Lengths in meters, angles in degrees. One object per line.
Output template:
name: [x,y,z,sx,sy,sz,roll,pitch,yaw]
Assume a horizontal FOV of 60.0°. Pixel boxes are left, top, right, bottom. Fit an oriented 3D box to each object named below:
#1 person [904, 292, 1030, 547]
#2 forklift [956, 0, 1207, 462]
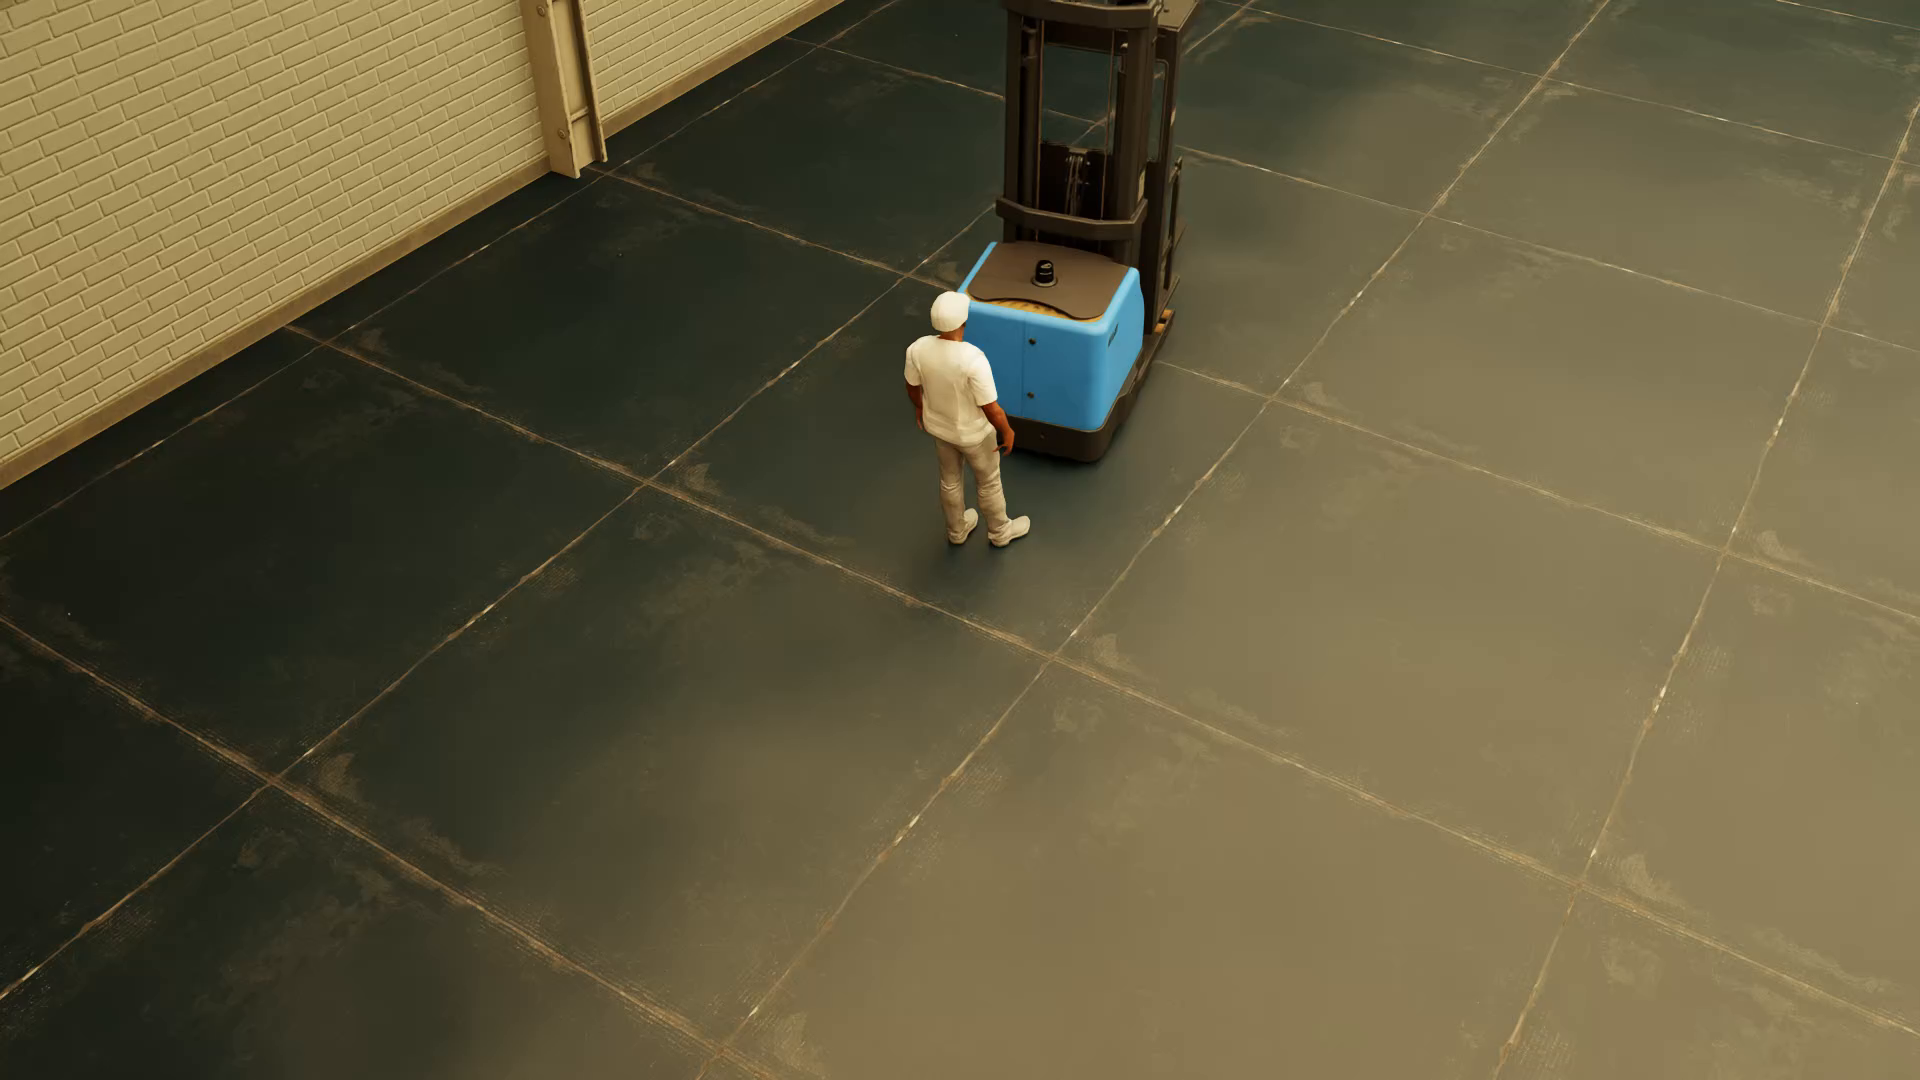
person: [0.042,-0.715,9.701,0.666,1.765,0.577,22,45,24]
forklift: [0.913,-2.583,11.015,1.130,2.935,3.031,13,42,15]
